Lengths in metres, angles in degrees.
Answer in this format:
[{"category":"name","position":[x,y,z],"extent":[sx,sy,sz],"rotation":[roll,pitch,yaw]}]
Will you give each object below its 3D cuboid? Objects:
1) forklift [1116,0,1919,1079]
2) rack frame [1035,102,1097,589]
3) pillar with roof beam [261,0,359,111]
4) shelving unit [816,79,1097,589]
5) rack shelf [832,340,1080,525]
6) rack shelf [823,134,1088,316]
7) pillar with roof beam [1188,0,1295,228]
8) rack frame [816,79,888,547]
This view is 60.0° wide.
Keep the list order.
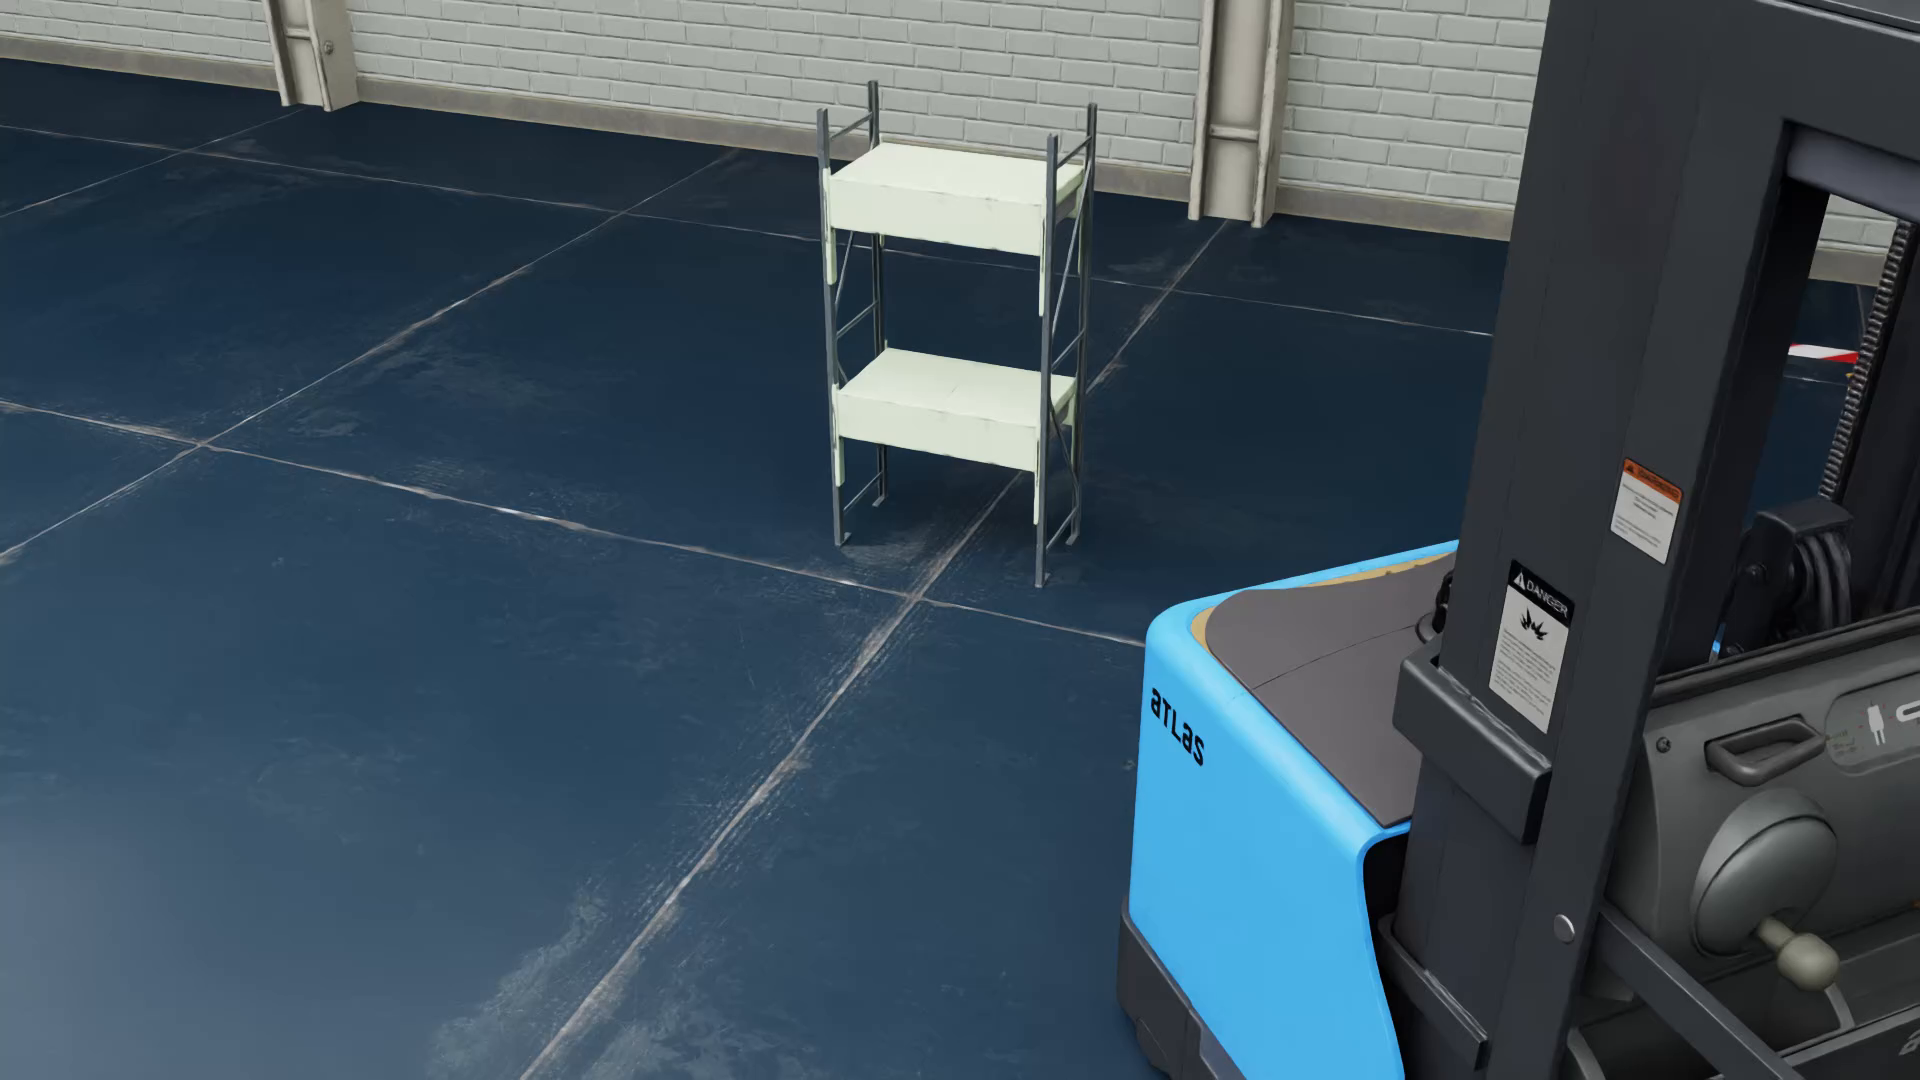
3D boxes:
[{"category":"forklift","position":[1.386,0.375,2.108],"extent":[1.130,2.935,3.031],"rotation":[-11,31,-19]},{"category":"rack frame","position":[0.333,-0.586,5.263],"extent":[0.023,1.500,0.400],"rotation":[11,31,19]},{"category":"pillar with roof beam","position":[-5.742,-4.784,5.069],"extent":[0.400,9.000,9.100],"rotation":[11,31,19]},{"category":"shelving unit","position":[-0.006,-0.654,5.383],"extent":[0.755,1.500,0.431],"rotation":[11,31,19]},{"category":"rack shelf","position":[-0.006,-0.370,5.544],"extent":[0.720,0.370,0.431],"rotation":[11,31,19]},{"category":"rack shelf","position":[-0.006,-0.994,5.191],"extent":[0.720,0.370,0.431],"rotation":[11,31,19]},{"category":"pillar with roof beam","position":[-0.183,-3.674,3.105],"extent":[0.400,9.000,9.100],"rotation":[11,31,19]},{"category":"rack frame","position":[-0.345,-0.722,5.503],"extent":[0.023,1.500,0.400],"rotation":[11,31,19]}]
